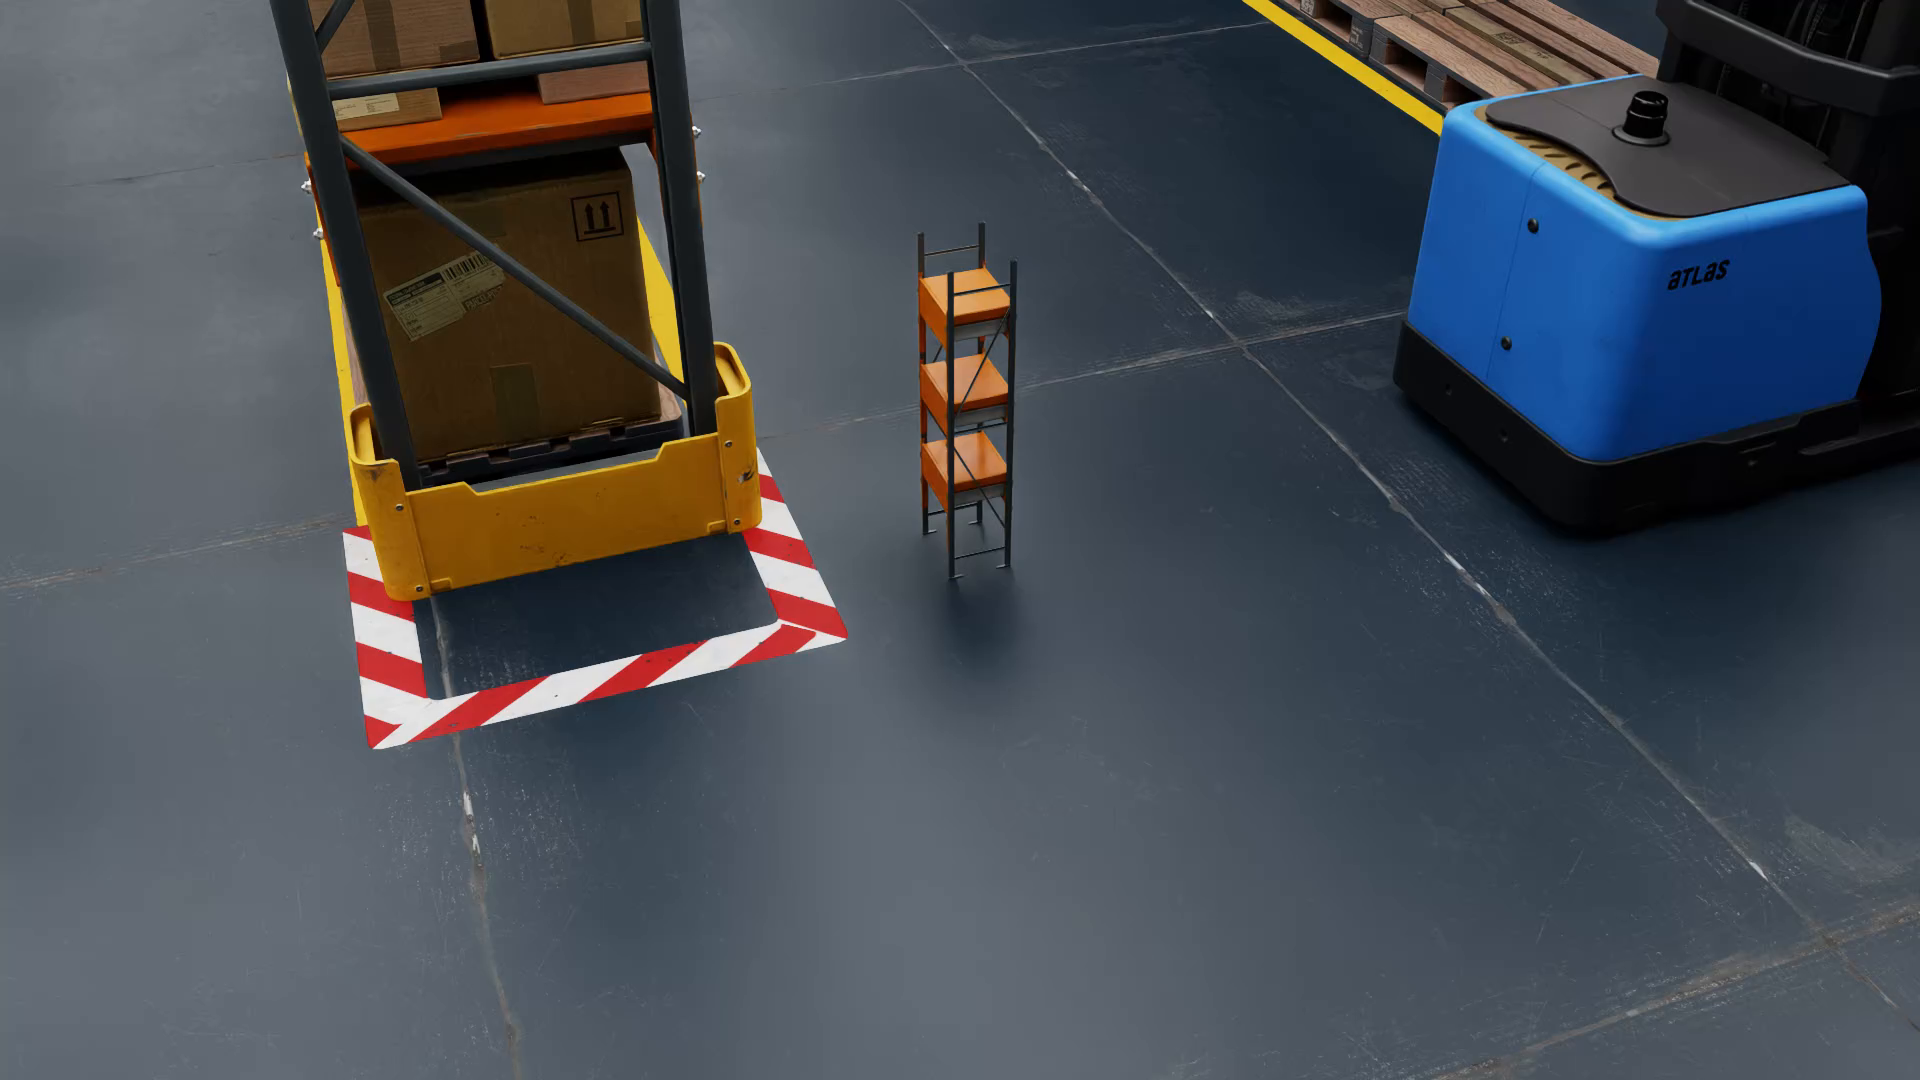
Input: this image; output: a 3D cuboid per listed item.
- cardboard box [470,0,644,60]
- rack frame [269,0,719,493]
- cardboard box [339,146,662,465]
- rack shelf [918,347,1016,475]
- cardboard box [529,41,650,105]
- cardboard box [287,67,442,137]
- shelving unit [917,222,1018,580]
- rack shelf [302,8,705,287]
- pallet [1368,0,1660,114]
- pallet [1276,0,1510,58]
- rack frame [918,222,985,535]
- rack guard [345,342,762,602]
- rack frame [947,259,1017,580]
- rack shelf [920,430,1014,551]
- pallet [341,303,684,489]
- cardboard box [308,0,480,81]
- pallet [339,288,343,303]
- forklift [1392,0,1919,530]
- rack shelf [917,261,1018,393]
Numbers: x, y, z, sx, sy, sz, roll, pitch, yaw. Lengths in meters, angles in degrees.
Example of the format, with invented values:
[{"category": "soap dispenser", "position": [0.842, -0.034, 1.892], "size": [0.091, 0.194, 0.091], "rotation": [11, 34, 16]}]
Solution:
[{"category": "cardboard box", "position": [-1.144, -1.618, 4.783], "size": [0.500, 0.250, 0.500], "rotation": [-13, 39, -17]}, {"category": "rack frame", "position": [-1.232, -1.232, 4.393], "size": [1.000, 3.000, 0.127], "rotation": [-12, 39, -16]}, {"category": "cardboard box", "position": [-1.528, -0.896, 5.364], "size": [0.875, 0.875, 0.875], "rotation": [-12, 39, -16]}, {"category": "rack shelf", "position": [0.018, -0.381, 4.900], "size": [0.215, 0.259, 0.240], "rotation": [-12, 39, -16]}, {"category": "cardboard box", "position": [-1.045, -1.401, 4.825], "size": [0.380, 0.149, 0.250], "rotation": [-12, 39, -15]}, {"category": "cardboard box", "position": [-1.664, -1.265, 4.645], "size": [0.380, 0.149, 0.250], "rotation": [-12, 39, -15]}, {"category": "shelving unit", "position": [0.018, -0.389, 4.894], "size": [0.215, 1.050, 0.252], "rotation": [-12, 39, -16]}, {"category": "rack shelf", "position": [-1.921, -2.075, 6.109], "size": [1.077, 0.370, 4.000], "rotation": [-12, 39, -16]}, {"category": "pallet", "position": [2.755, -2.306, 8.136], "size": [1.003, 0.211, 1.213], "rotation": [-12, 39, -16]}, {"category": "pallet", "position": [2.331, -2.996, 9.052], "size": [1.003, 0.211, 1.213], "rotation": [-12, 39, -16]}, {"category": "rack frame", "position": [-0.024, -0.458, 4.985], "size": [0.200, 1.050, 0.008], "rotation": [-12, 39, -16]}, {"category": "rack guard", "position": [-1.224, -0.220, 5.127], "size": [1.175, 0.500, 0.348], "rotation": [-12, 39, -16]}, {"category": "rack frame", "position": [0.060, -0.320, 4.802], "size": [0.200, 1.050, 0.008], "rotation": [-12, 39, -16]}, {"category": "rack shelf", "position": [0.018, -0.159, 5.068], "size": [0.215, 0.259, 0.240], "rotation": [-12, 39, -16]}, {"category": "pallet", "position": [-1.581, -0.554, 5.810], "size": [1.003, 0.211, 1.213], "rotation": [-12, 39, -16]}, {"category": "cardboard box", "position": [-1.648, -1.510, 4.639], "size": [0.500, 0.250, 0.500], "rotation": [-13, 39, -17]}, {"category": "pallet", "position": [-1.997, -1.242, 6.723], "size": [1.003, 0.211, 1.213], "rotation": [-12, 39, -16]}, {"category": "forklift", "position": [3.100, -1.763, 5.154], "size": [3.031, 2.935, 1.130], "rotation": [-14, 39, -17]}, {"category": "rack shelf", "position": [0.018, -0.607, 4.730], "size": [0.215, 0.259, 0.240], "rotation": [-12, 39, -16]}]
